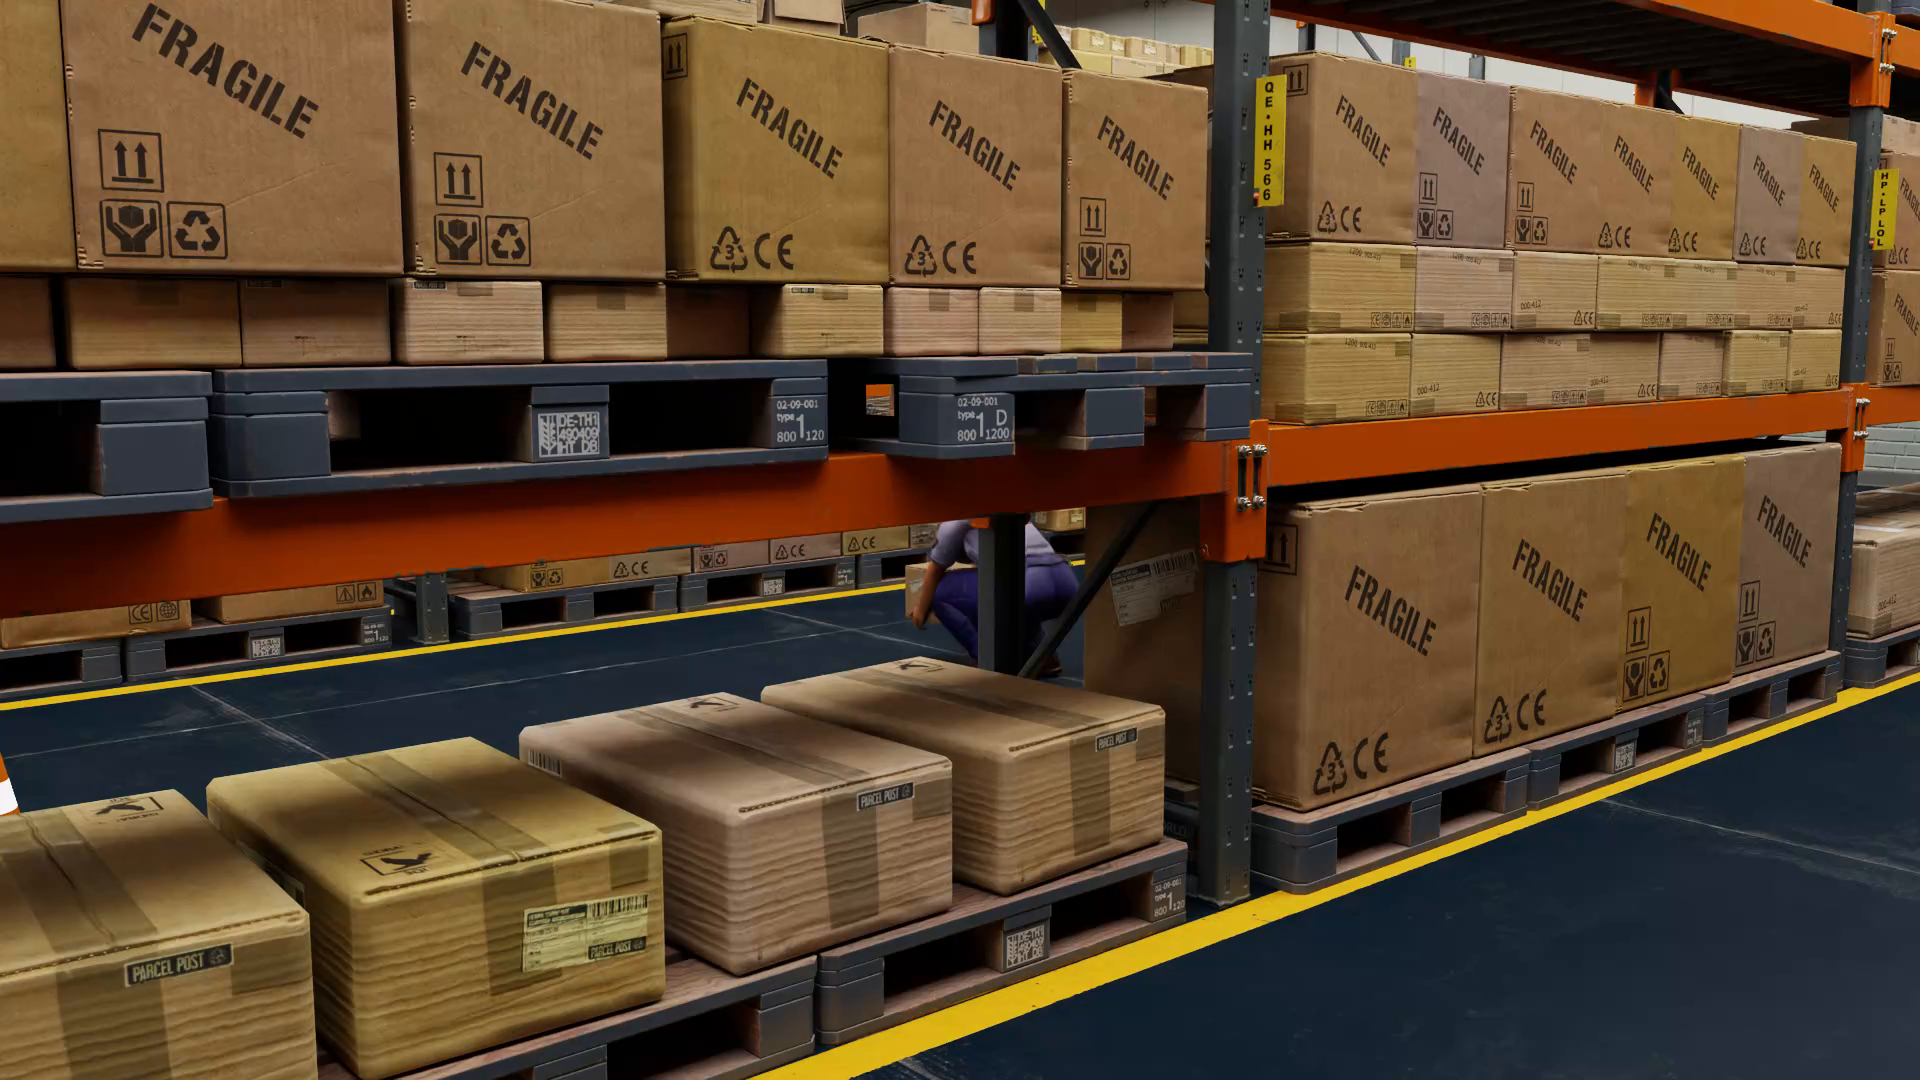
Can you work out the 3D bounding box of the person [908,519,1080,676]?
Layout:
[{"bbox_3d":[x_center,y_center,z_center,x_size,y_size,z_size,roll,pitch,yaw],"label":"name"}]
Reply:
[{"bbox_3d":[0.145,0.142,7.529,0.505,0.944,0.837,-7,10,-42],"label":"person"}]
